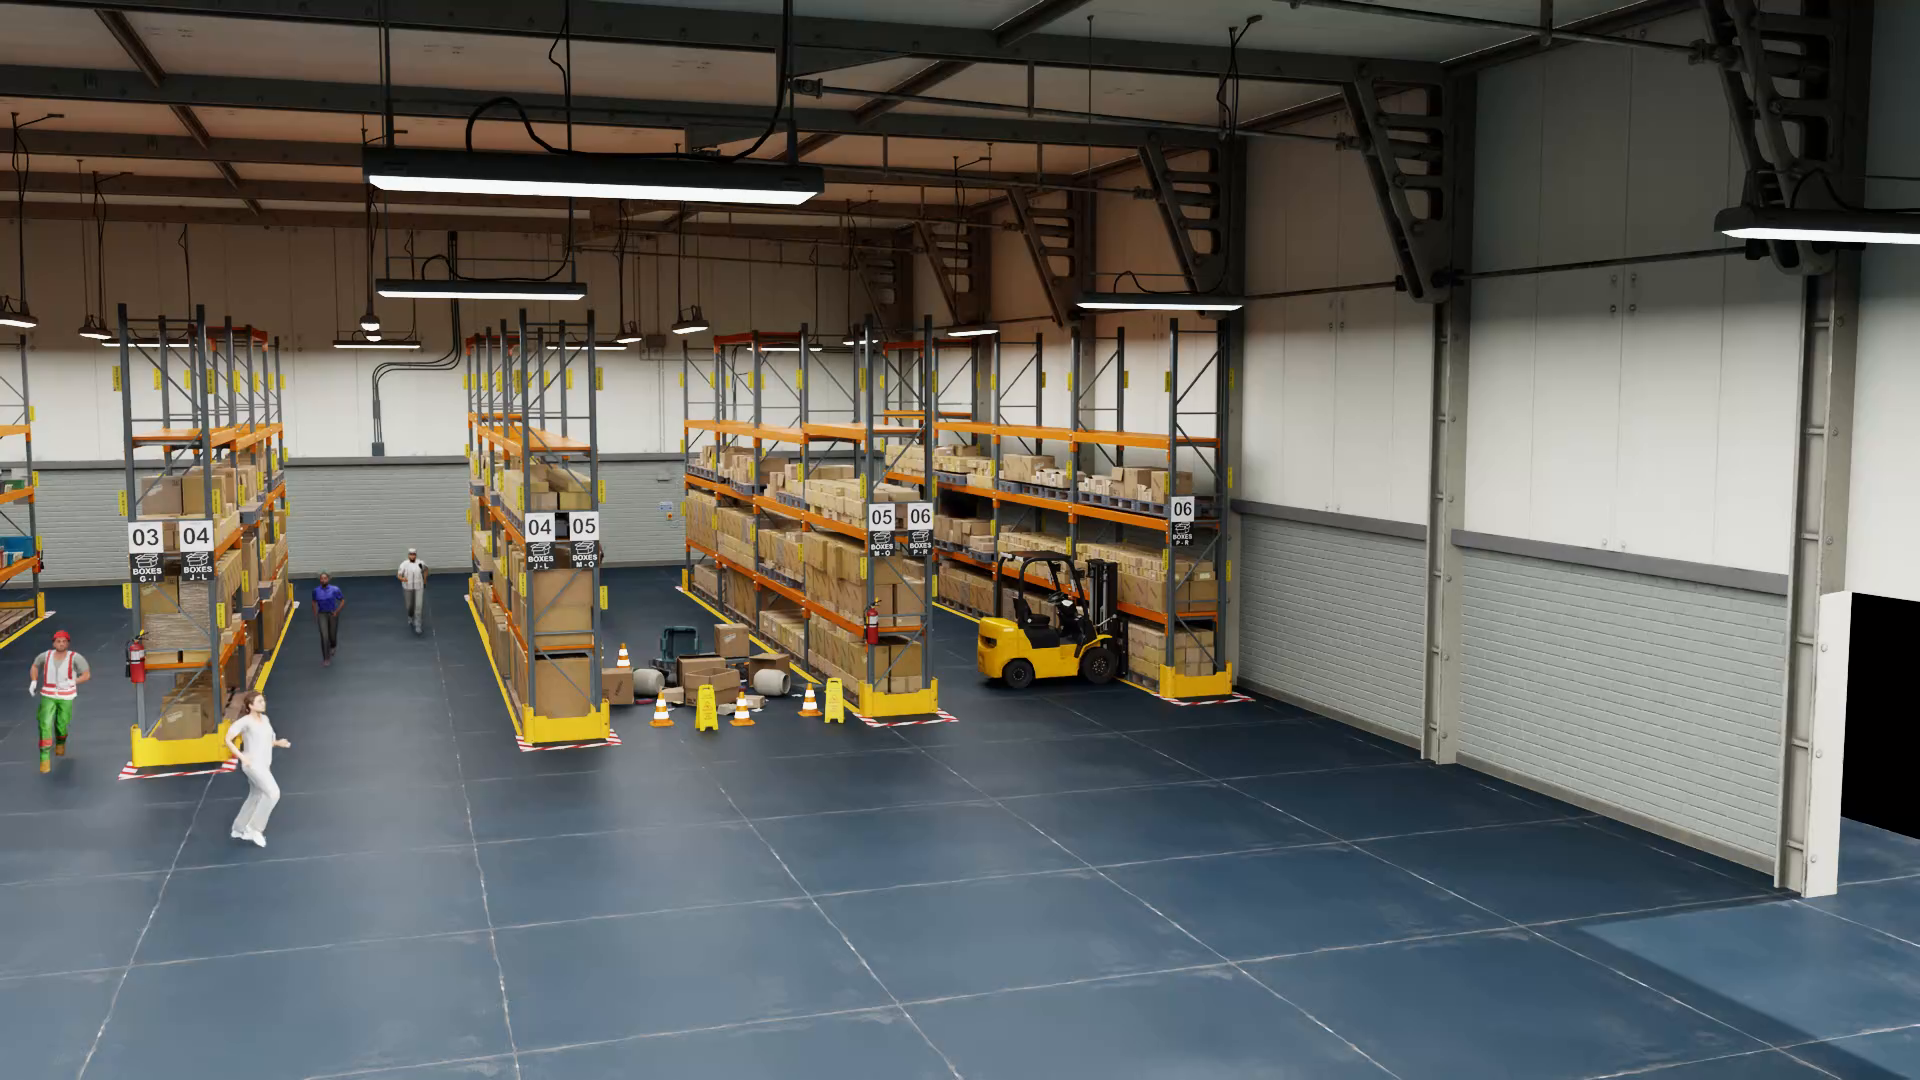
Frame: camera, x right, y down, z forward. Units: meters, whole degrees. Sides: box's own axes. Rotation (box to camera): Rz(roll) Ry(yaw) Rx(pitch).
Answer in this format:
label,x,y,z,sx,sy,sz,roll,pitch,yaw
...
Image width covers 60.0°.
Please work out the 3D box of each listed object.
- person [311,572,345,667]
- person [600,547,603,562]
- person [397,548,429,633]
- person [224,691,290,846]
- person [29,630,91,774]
label,x,y,z,sx,sy,sz,roll,pitch,yaw
person,-11.223,1.393,29.556,0.580,1.671,0.734,-1,6,-14
person,-8.279,0.648,36.877,0.736,1.744,0.736,-2,6,-18
person,-11.018,0.995,33.518,0.613,1.666,0.930,-2,6,-18
person,-7.614,2.471,18.027,0.692,1.677,0.539,1,5,7
person,-11.751,2.071,21.727,0.719,1.791,0.926,-2,6,-18
